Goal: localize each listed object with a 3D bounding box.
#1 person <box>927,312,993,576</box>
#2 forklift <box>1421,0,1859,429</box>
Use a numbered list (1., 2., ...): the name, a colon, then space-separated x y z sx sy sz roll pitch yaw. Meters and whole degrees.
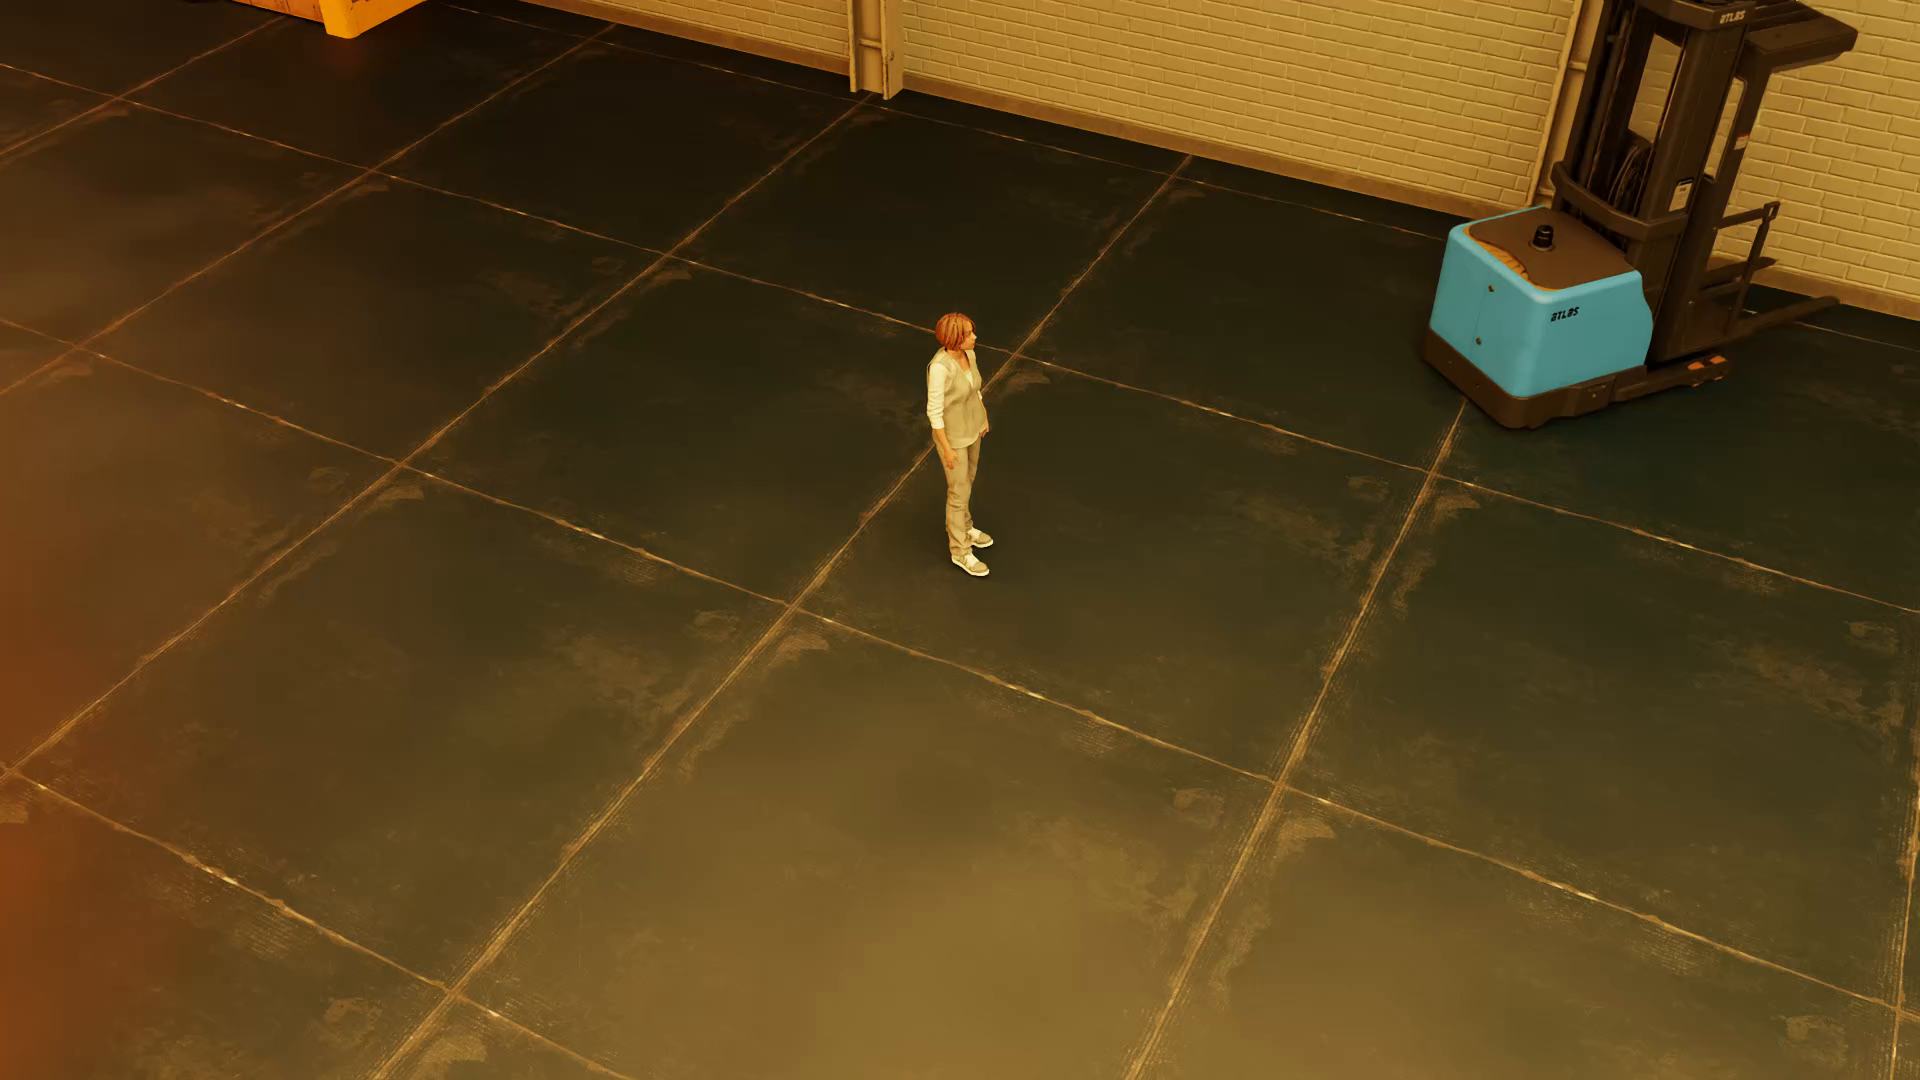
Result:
1. person: 0.060 -0.586 9.706 0.473 1.599 0.520 18 43 21
2. forklift: 4.809 -2.482 10.933 3.031 2.935 1.130 -16 43 -18
